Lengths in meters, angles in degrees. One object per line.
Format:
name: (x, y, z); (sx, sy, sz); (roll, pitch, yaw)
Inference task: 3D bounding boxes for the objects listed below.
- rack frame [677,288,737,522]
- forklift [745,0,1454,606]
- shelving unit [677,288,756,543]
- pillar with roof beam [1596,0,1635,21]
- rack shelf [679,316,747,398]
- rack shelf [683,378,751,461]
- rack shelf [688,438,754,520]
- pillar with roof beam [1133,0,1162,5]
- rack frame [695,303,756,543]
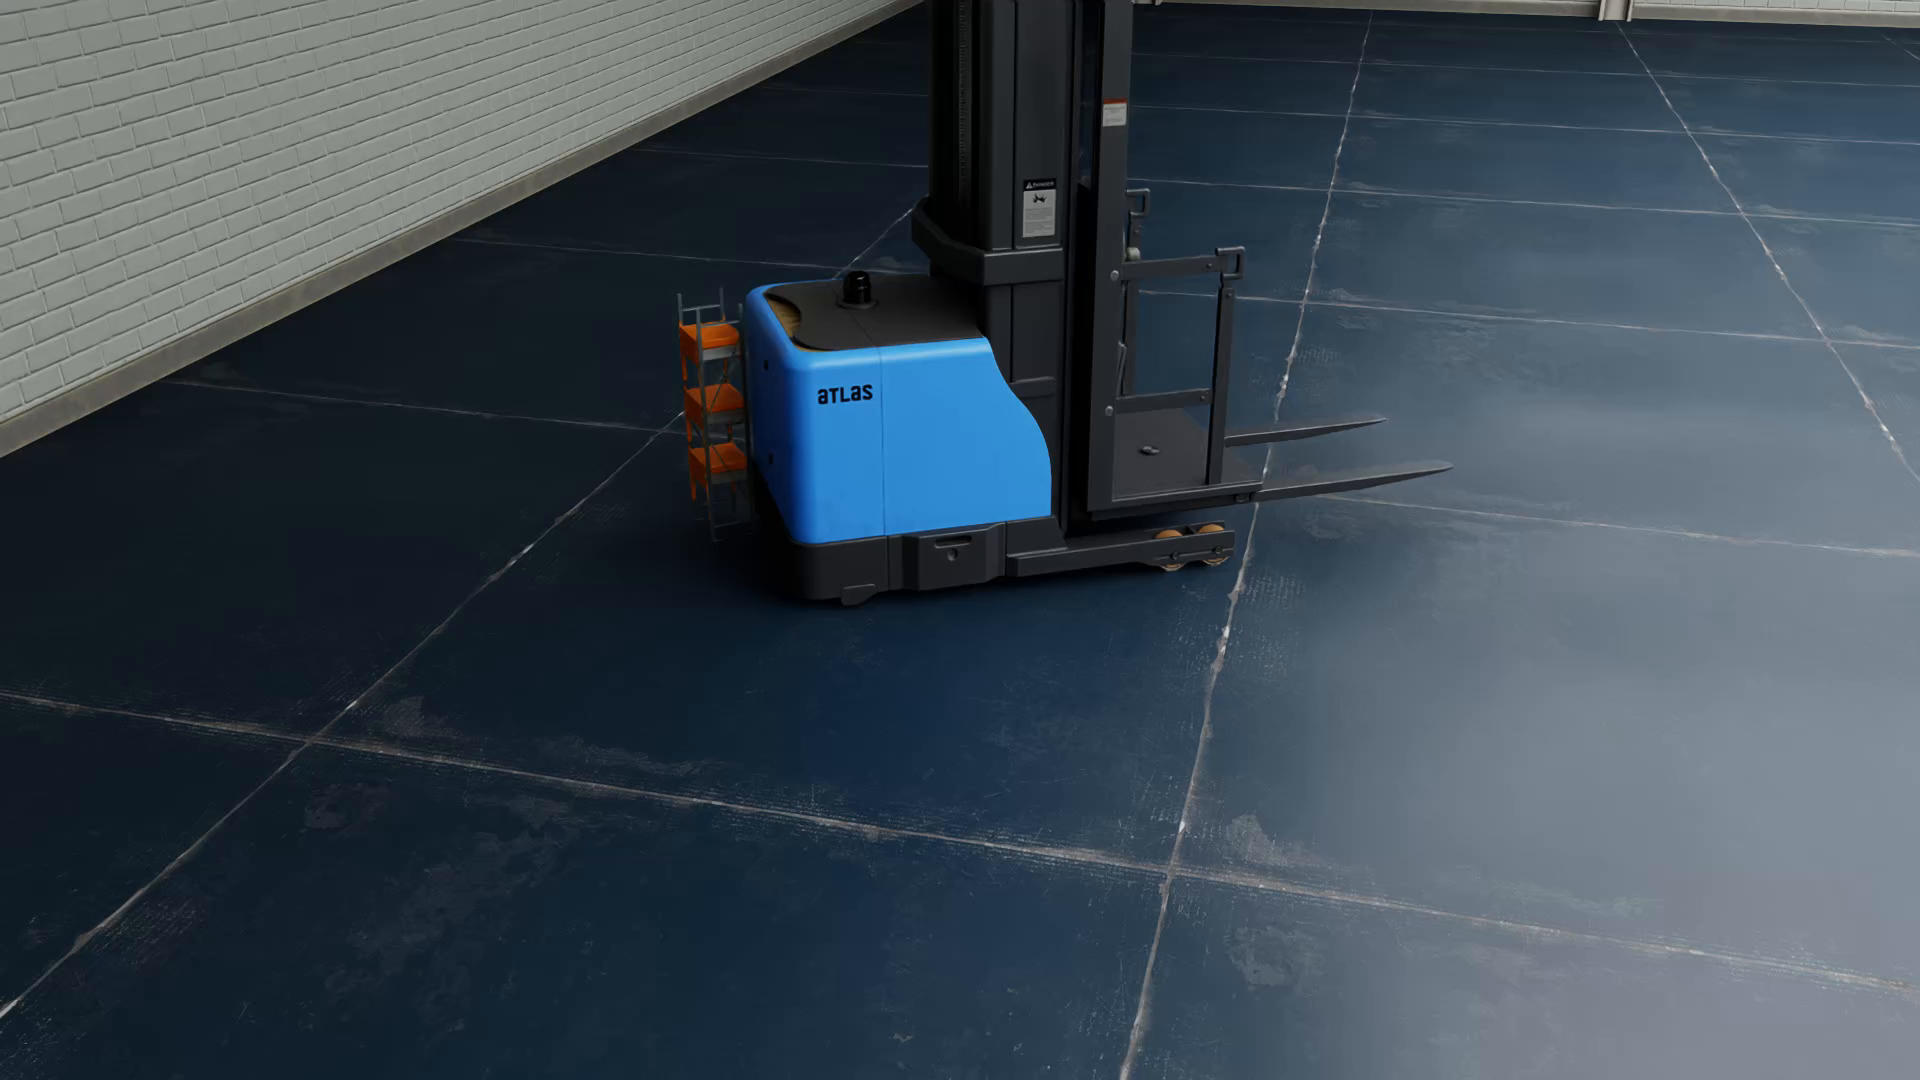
rack frame: (-1.097, -0.577, 7.240); (0.200, 1.050, 0.008); (-12, 28, -24)
forklift: (0.660, -1.406, 6.794); (3.031, 2.935, 1.130); (-7, 26, -15)
shelving unit: (-1.043, -0.530, 7.141); (0.215, 1.050, 0.252); (-12, 28, -24)
pillar with roof beam: (7.261, -8.916, 15.508); (0.400, 9.000, 9.100); (6, 26, 13)
rack shelf: (-1.043, -0.776, 7.024); (0.215, 0.259, 0.240); (-12, 28, -24)
rack shelf: (-1.043, -0.520, 7.146); (0.215, 0.259, 0.240); (-12, 28, -24)
rack shelf: (-1.043, -0.269, 7.265); (0.215, 0.259, 0.240); (-12, 28, -24)
pillar with roof beam: (1.450, -9.558, 16.858); (0.400, 9.000, 9.100); (6, 26, 13)
rack frame: (-0.989, -0.483, 7.042); (0.200, 1.050, 0.008); (-12, 28, -24)
